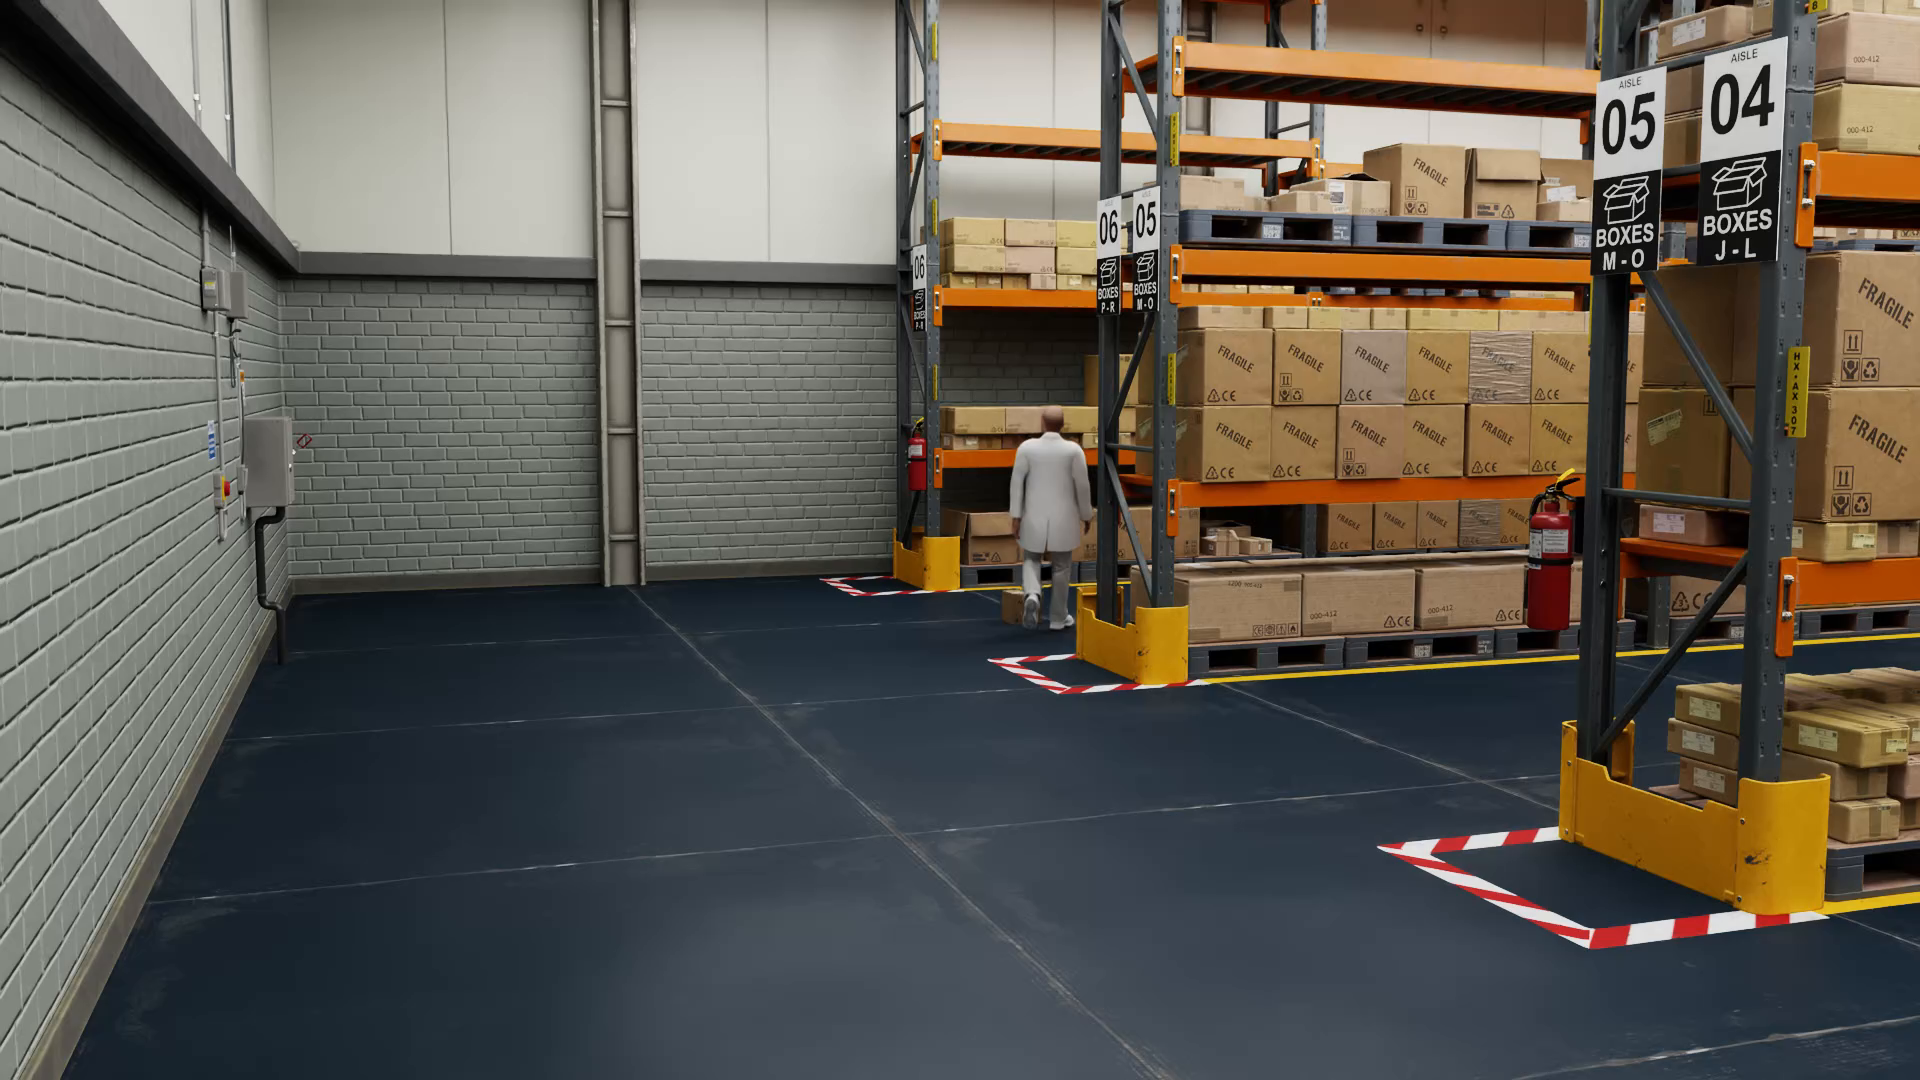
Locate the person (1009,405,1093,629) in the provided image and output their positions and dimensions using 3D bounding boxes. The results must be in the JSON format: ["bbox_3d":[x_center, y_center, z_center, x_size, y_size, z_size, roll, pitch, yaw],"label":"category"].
[{"bbox_3d":[0.709,-0.169,12.950,0.644,1.760,0.749,1,6,9],"label":"person"}]
